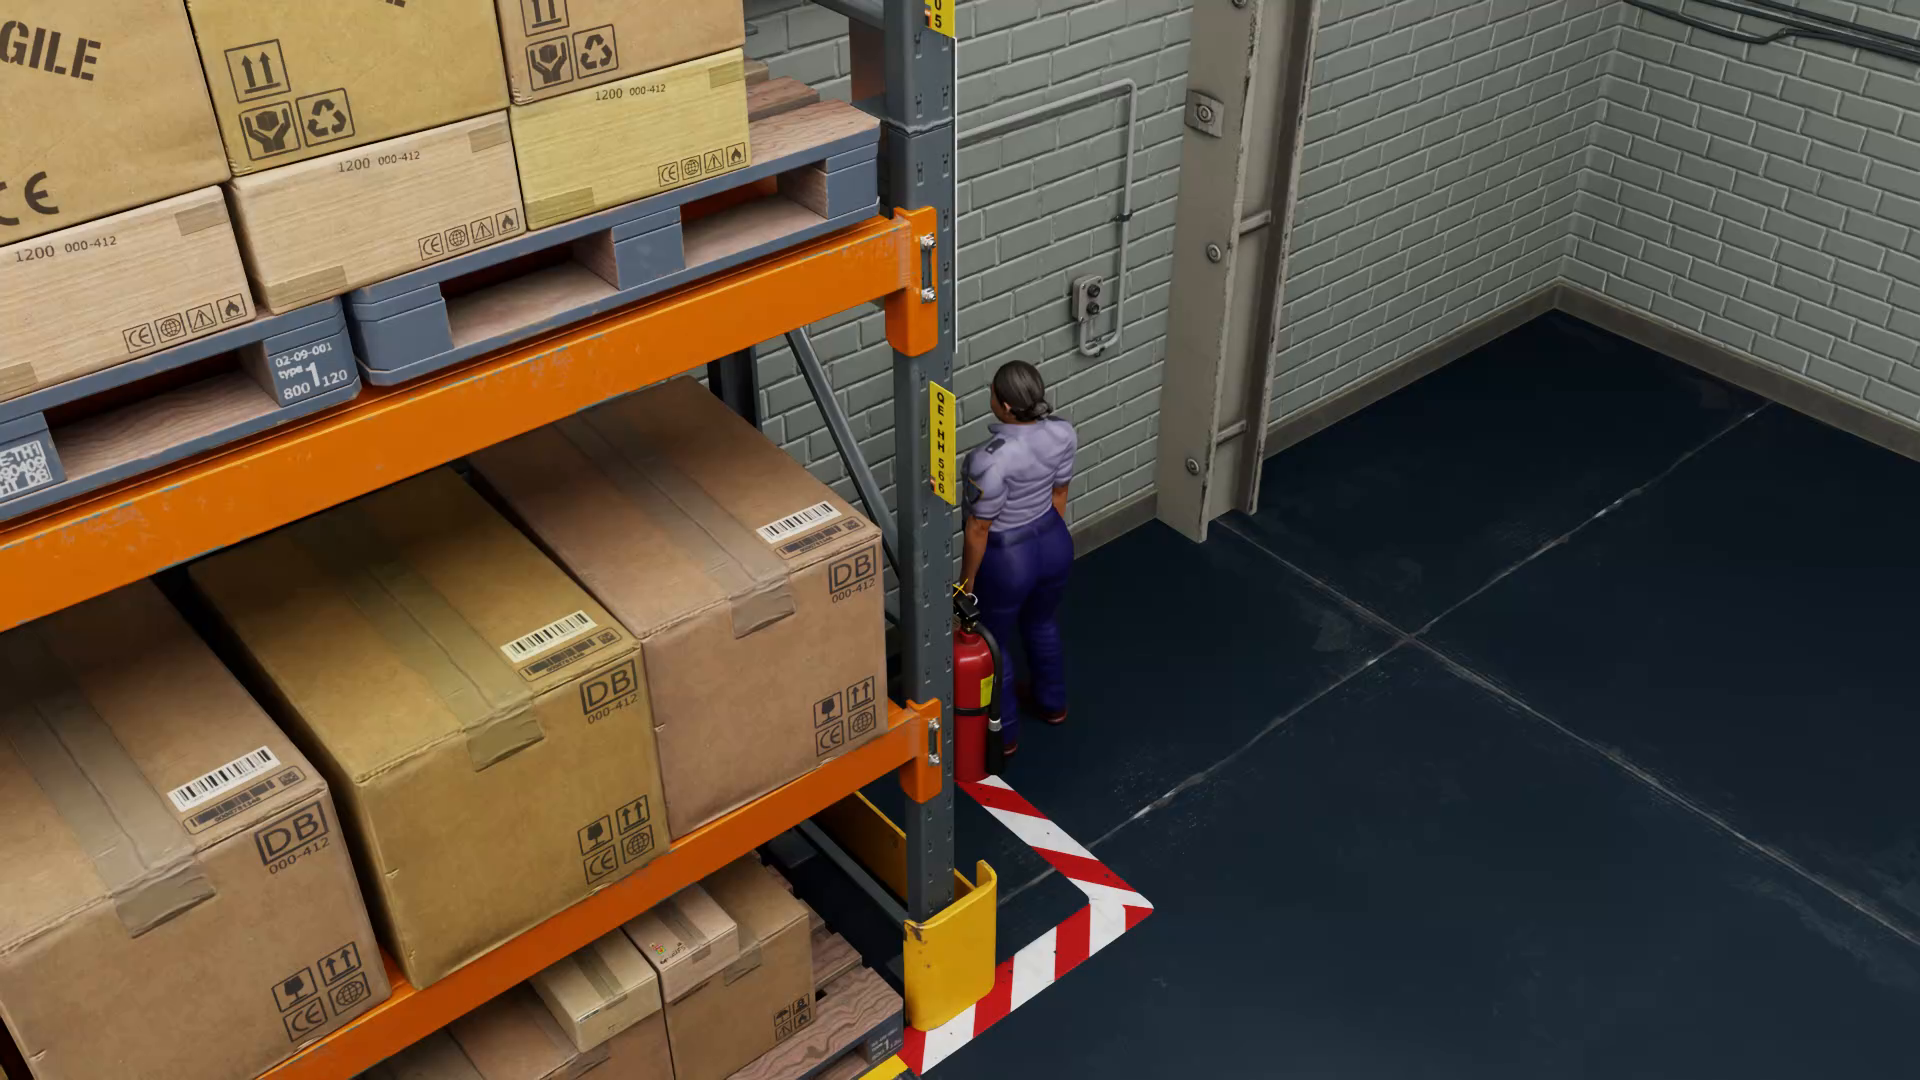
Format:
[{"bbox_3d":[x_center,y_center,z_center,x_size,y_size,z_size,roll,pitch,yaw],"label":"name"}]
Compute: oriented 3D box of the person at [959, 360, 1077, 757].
[{"bbox_3d":[0.185,0.064,6.077,0.467,1.646,0.343,-27,44,-32],"label":"person"}]
